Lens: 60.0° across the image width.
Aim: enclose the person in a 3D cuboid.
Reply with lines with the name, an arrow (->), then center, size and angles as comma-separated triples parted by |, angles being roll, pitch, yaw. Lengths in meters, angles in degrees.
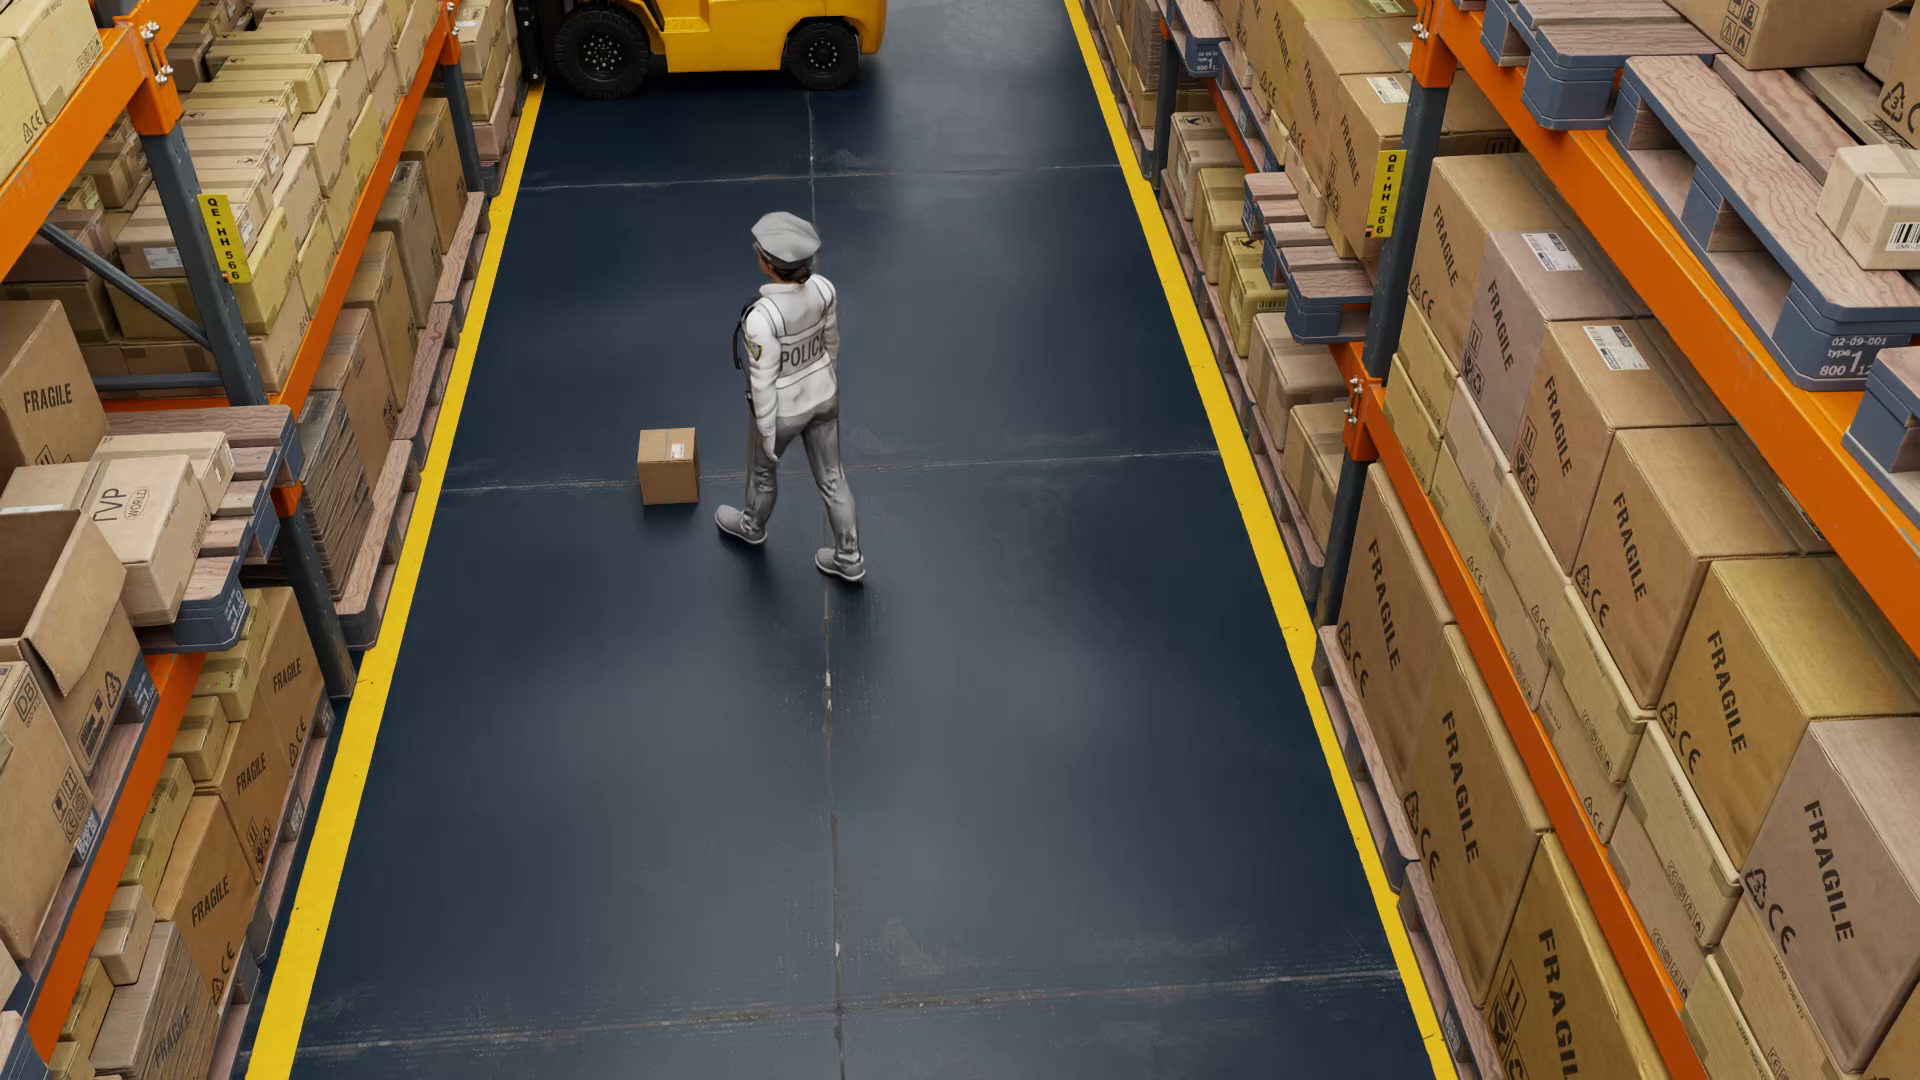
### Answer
person -> -0.724, -0.609, 6.867 | 0.490, 1.666, 0.800 | -30, 48, -32
